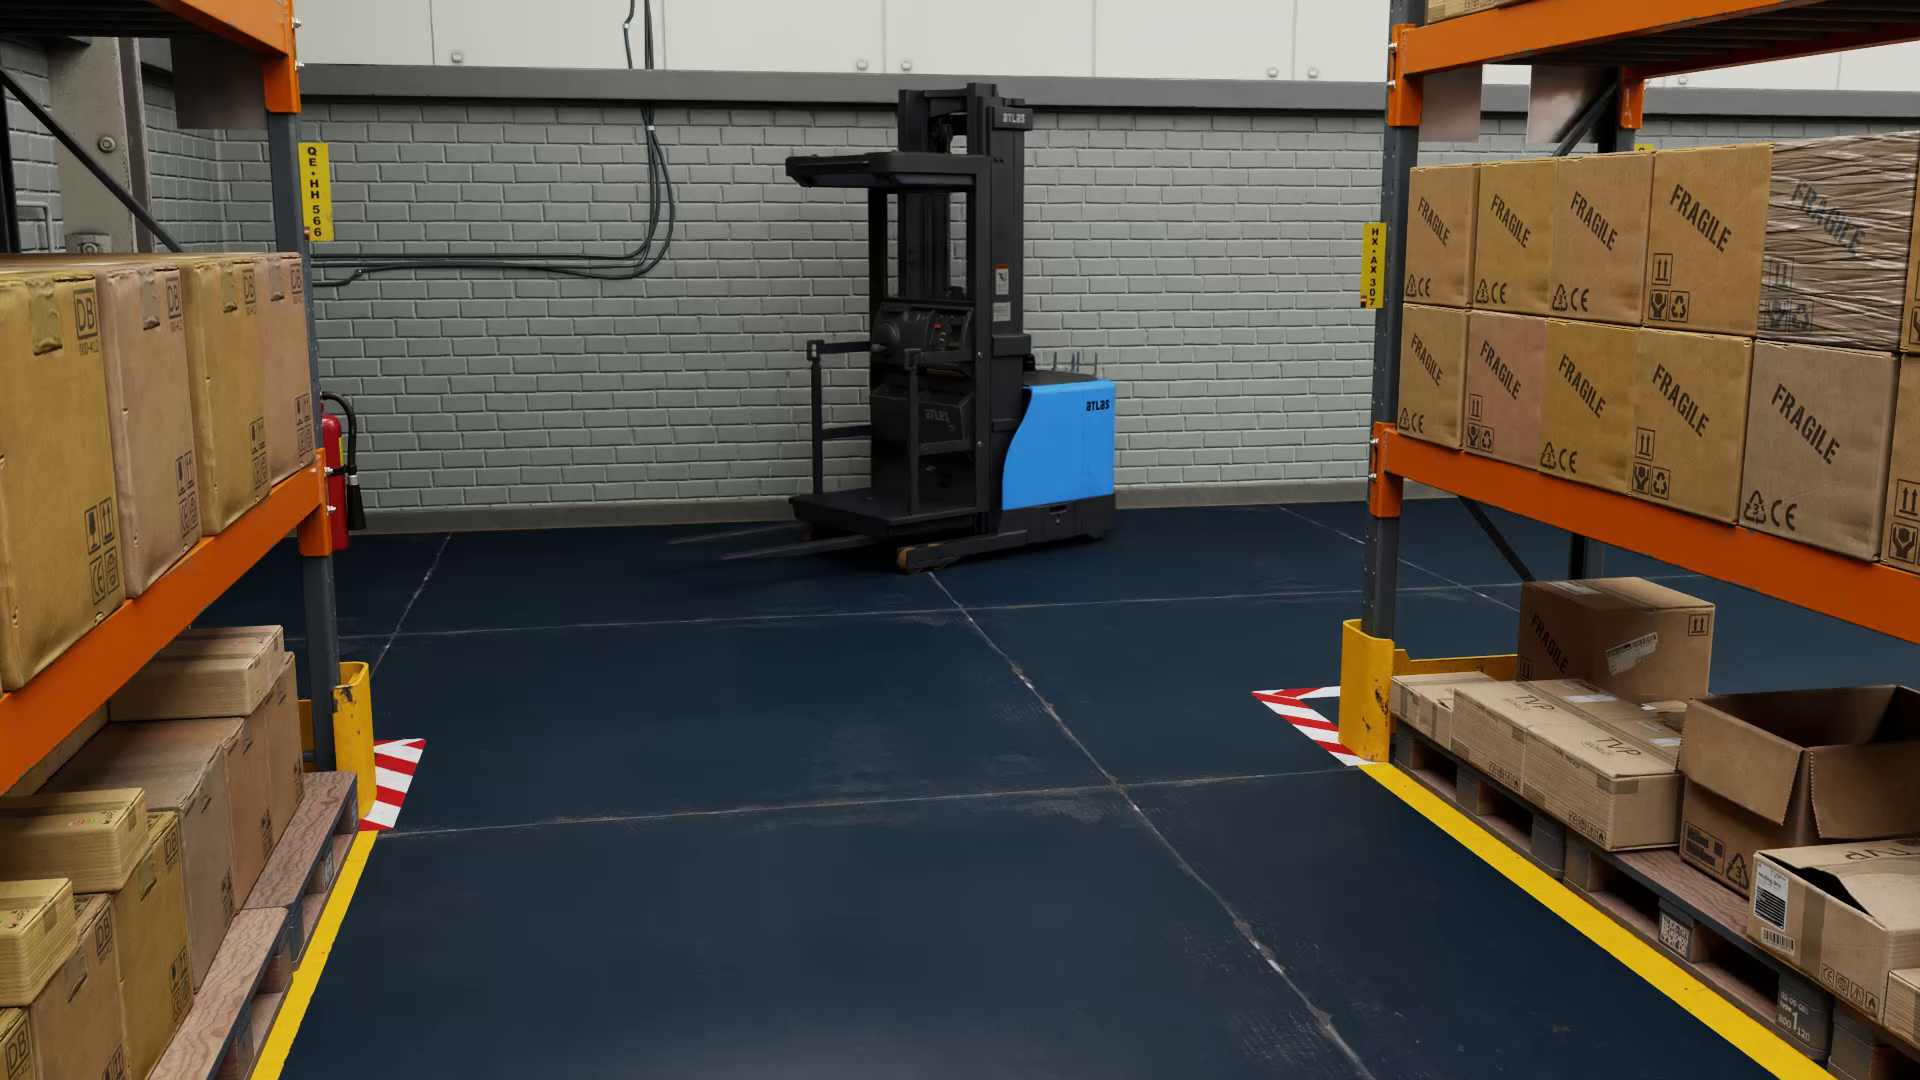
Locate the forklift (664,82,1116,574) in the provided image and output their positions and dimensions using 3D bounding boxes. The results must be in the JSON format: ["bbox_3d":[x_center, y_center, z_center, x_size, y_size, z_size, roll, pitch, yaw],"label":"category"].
[{"bbox_3d":[-0.402,-1.342,10.409,3.031,2.935,1.130,-9,14,-39],"label":"forklift"}]

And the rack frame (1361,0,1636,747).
[{"bbox_3d":[2.137,-0.658,6.629,1.000,3.000,0.127,-2,11,-11],"label":"rack frame"}]

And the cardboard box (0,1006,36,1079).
[{"bbox_3d":[-1.989,1.138,2.759,0.700,0.500,0.500,-2,11,-10],"label":"cardboard box"}]

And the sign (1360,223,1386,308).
[{"bbox_3d":[1.604,-1.063,6.444,0.100,0.325,0.005,-2,11,-11],"label":"sign"}]

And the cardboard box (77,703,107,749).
[{"bbox_3d":[-2.560,0.474,4.510,0.380,0.149,0.250,-2,11,-11],"label":"cardboard box"}]

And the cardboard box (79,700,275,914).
[{"bbox_3d":[-2.390,0.761,4.736,0.700,0.500,0.500,-2,11,-11],"label":"cardboard box"}]

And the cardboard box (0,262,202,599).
[{"bbox_3d":[-2.321,-0.258,3.726,0.980,0.700,0.700,-3,11,-14],"label":"cardboard box"}]

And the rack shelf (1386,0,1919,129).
[{"bbox_3d":[2.526,-1.411,4.489,1.077,0.370,4.000,-2,11,-11],"label":"rack shelf"}]

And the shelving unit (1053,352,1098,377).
[{"bbox_3d":[0.791,-0.725,11.762,0.258,1.200,0.189,-5,12,-39],"label":"shelving unit"}]

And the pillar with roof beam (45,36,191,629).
[{"bbox_3d":[0.127,-4.044,8.377,9.100,9.000,0.400,-2,11,-11],"label":"pillar with roof beam"}]

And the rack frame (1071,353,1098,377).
[{"bbox_3d":[0.849,-0.711,11.693,0.240,1.200,0.006,-5,12,-39],"label":"rack frame"}]

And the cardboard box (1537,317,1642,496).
[{"bbox_3d":[2.165,-0.429,5.161,0.500,0.500,0.500,-2,11,-11],"label":"cardboard box"}]

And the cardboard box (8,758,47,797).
[{"bbox_3d":[-2.460,0.568,4.018,0.380,0.149,0.250,-2,11,-10],"label":"cardboard box"}]

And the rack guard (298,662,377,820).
[{"bbox_3d":[-2.726,0.747,5.936,1.175,0.500,0.348,-2,11,-11],"label":"rack guard"}]

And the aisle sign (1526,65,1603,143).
[{"bbox_3d":[2.424,-1.958,6.510,0.394,0.787,0.004,-2,11,-11],"label":"aisle sign"}]

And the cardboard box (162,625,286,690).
[{"bbox_3d":[-2.284,0.368,5.068,0.380,0.149,0.250,-2,11,-12],"label":"cardboard box"}]

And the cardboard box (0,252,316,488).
[{"bbox_3d":[-2.613,-0.531,5.161,0.980,0.700,0.700,-2,11,-8],"label":"cardboard box"}]

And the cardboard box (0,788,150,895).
[{"bbox_3d":[-1.978,0.654,3.566,0.380,0.149,0.250,-2,11,-13],"label":"cardboard box"}]

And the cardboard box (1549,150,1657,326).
[{"bbox_3d":[2.166,-0.919,5.063,0.500,0.500,0.500,-2,11,-10],"label":"cardboard box"}]

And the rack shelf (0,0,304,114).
[{"bbox_3d":[-2.333,-1.230,3.538,1.077,0.370,4.000,-2,11,-11],"label":"rack shelf"}]

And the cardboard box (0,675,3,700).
[{"bbox_3d":[-2.033,0.009,2.322,0.980,0.700,0.700,-2,11,-10],"label":"cardboard box"}]

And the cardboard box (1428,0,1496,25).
[{"bbox_3d":[1.987,-1.954,5.819,0.500,0.250,0.500,-2,11,-11],"label":"cardboard box"}]

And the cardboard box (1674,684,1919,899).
[{"bbox_3d":[2.544,0.742,4.776,0.797,0.503,0.637,-2,11,-11],"label":"cardboard box"}]

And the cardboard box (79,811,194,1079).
[{"bbox_3d":[-2.181,0.951,3.739,0.700,0.500,0.500,-2,11,-10],"label":"cardboard box"}]

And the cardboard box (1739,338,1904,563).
[{"bbox_3d":[2.362,-0.244,4.189,0.500,0.500,0.500,-2,11,-10],"label":"cardboard box"}]

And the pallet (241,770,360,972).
[{"bbox_3d":[-2.489,1.037,5.184,1.003,0.211,1.213,-2,11,-11],"label":"pallet"}]

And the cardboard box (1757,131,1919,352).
[{"bbox_3d":[2.362,-0.734,4.088,0.500,0.500,0.500,-2,11,-11],"label":"cardboard box"}]

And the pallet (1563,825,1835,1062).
[{"bbox_3d":[2.541,1.096,4.875,1.003,0.211,1.213,-2,11,-11],"label":"pallet"}]

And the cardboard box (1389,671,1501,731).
[{"bbox_3d":[1.881,0.616,6.385,0.380,0.149,0.250,-2,11,-11],"label":"cardboard box"}]

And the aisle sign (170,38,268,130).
[{"bbox_3d":[-2.441,-1.778,5.562,0.394,0.787,0.004,-2,11,-11],"label":"aisle sign"}]

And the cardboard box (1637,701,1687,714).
[{"bbox_3d":[2.475,0.686,5.968,0.380,0.166,0.250,-2,11,-11],"label":"cardboard box"}]

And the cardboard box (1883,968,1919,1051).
[{"bbox_3d":[2.394,1.100,3.845,0.380,0.149,0.250,-2,11,-11],"label":"cardboard box"}]

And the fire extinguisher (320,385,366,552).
[{"bbox_3d":[-2.298,-0.300,5.955,0.296,0.674,0.183,-2,11,-11],"label":"fire extinguisher"}]

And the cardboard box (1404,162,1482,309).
[{"bbox_3d":[1.964,-1.107,6.048,0.500,0.500,0.500,-2,11,-9],"label":"cardboard box"}]

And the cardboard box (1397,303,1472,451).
[{"bbox_3d":[1.964,-0.616,6.142,0.500,0.500,0.500,-2,11,-10],"label":"cardboard box"}]

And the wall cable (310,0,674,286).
[{"bbox_3d":[-3.471,-2.949,10.927,3.097,2.526,0.112,-2,11,-11],"label":"wall cable"}]

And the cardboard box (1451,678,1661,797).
[{"bbox_3d":[2.061,0.679,5.785,0.500,0.250,0.500,-2,11,-11],"label":"cardboard box"}]
